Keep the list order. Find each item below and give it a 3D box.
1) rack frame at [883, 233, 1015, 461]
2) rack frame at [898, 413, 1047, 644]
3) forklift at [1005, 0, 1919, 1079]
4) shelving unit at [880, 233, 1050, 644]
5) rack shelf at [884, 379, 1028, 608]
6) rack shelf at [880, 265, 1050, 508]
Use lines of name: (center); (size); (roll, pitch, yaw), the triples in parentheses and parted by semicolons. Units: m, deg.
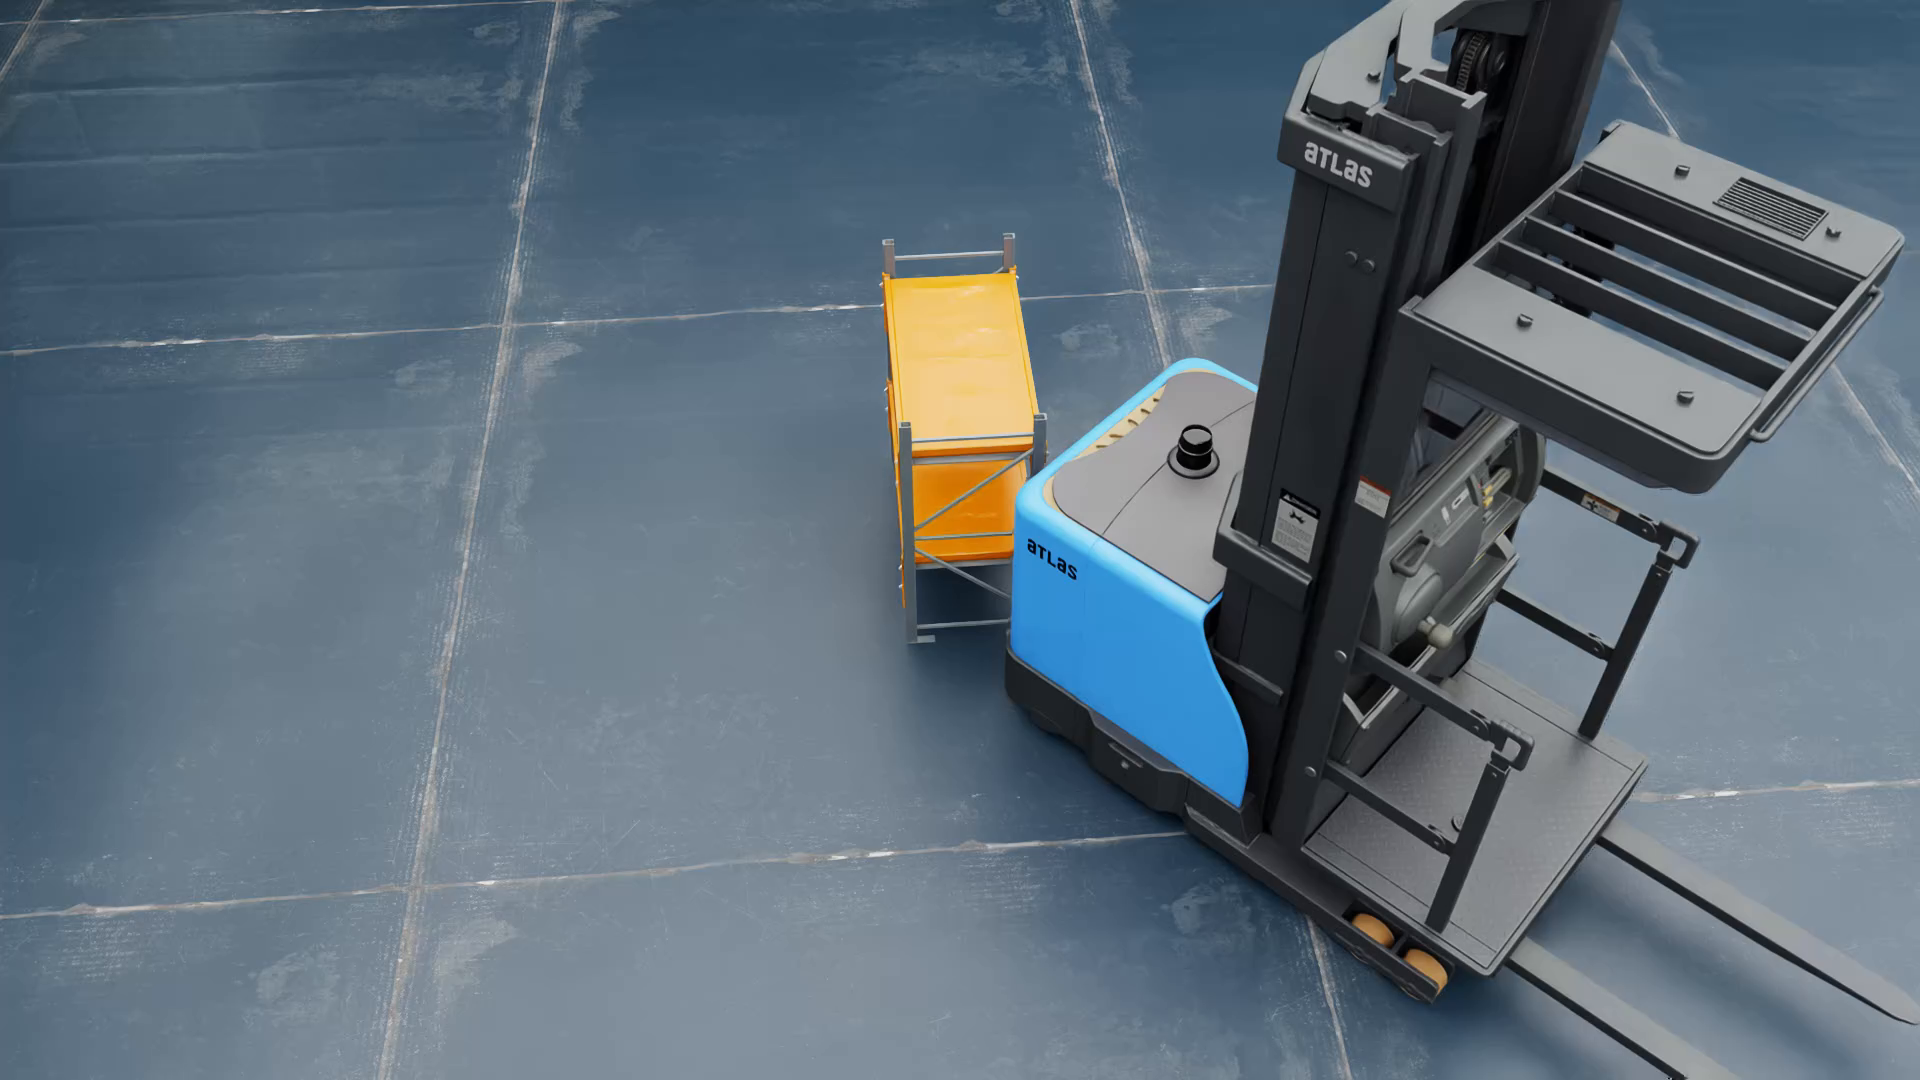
rack frame: (-0.042, -0.750, 6.685); (0.500, 1.125, 0.032); (-3, 47, -3)
rack frame: (0.043, -0.014, 5.989); (0.500, 1.125, 0.032); (-3, 47, -3)
forklift: (1.598, 0.033, 4.700); (3.031, 2.935, 1.130); (33, 55, 27)
shelving unit: (0.001, -0.382, 6.337); (0.538, 1.125, 1.048); (-3, 47, -3)
rack shelf: (0.001, -0.214, 6.514); (0.538, 0.278, 1.000); (-3, 47, -3)
rack shelf: (0.001, -0.583, 6.124); (0.538, 0.278, 1.000); (-3, 47, -3)
